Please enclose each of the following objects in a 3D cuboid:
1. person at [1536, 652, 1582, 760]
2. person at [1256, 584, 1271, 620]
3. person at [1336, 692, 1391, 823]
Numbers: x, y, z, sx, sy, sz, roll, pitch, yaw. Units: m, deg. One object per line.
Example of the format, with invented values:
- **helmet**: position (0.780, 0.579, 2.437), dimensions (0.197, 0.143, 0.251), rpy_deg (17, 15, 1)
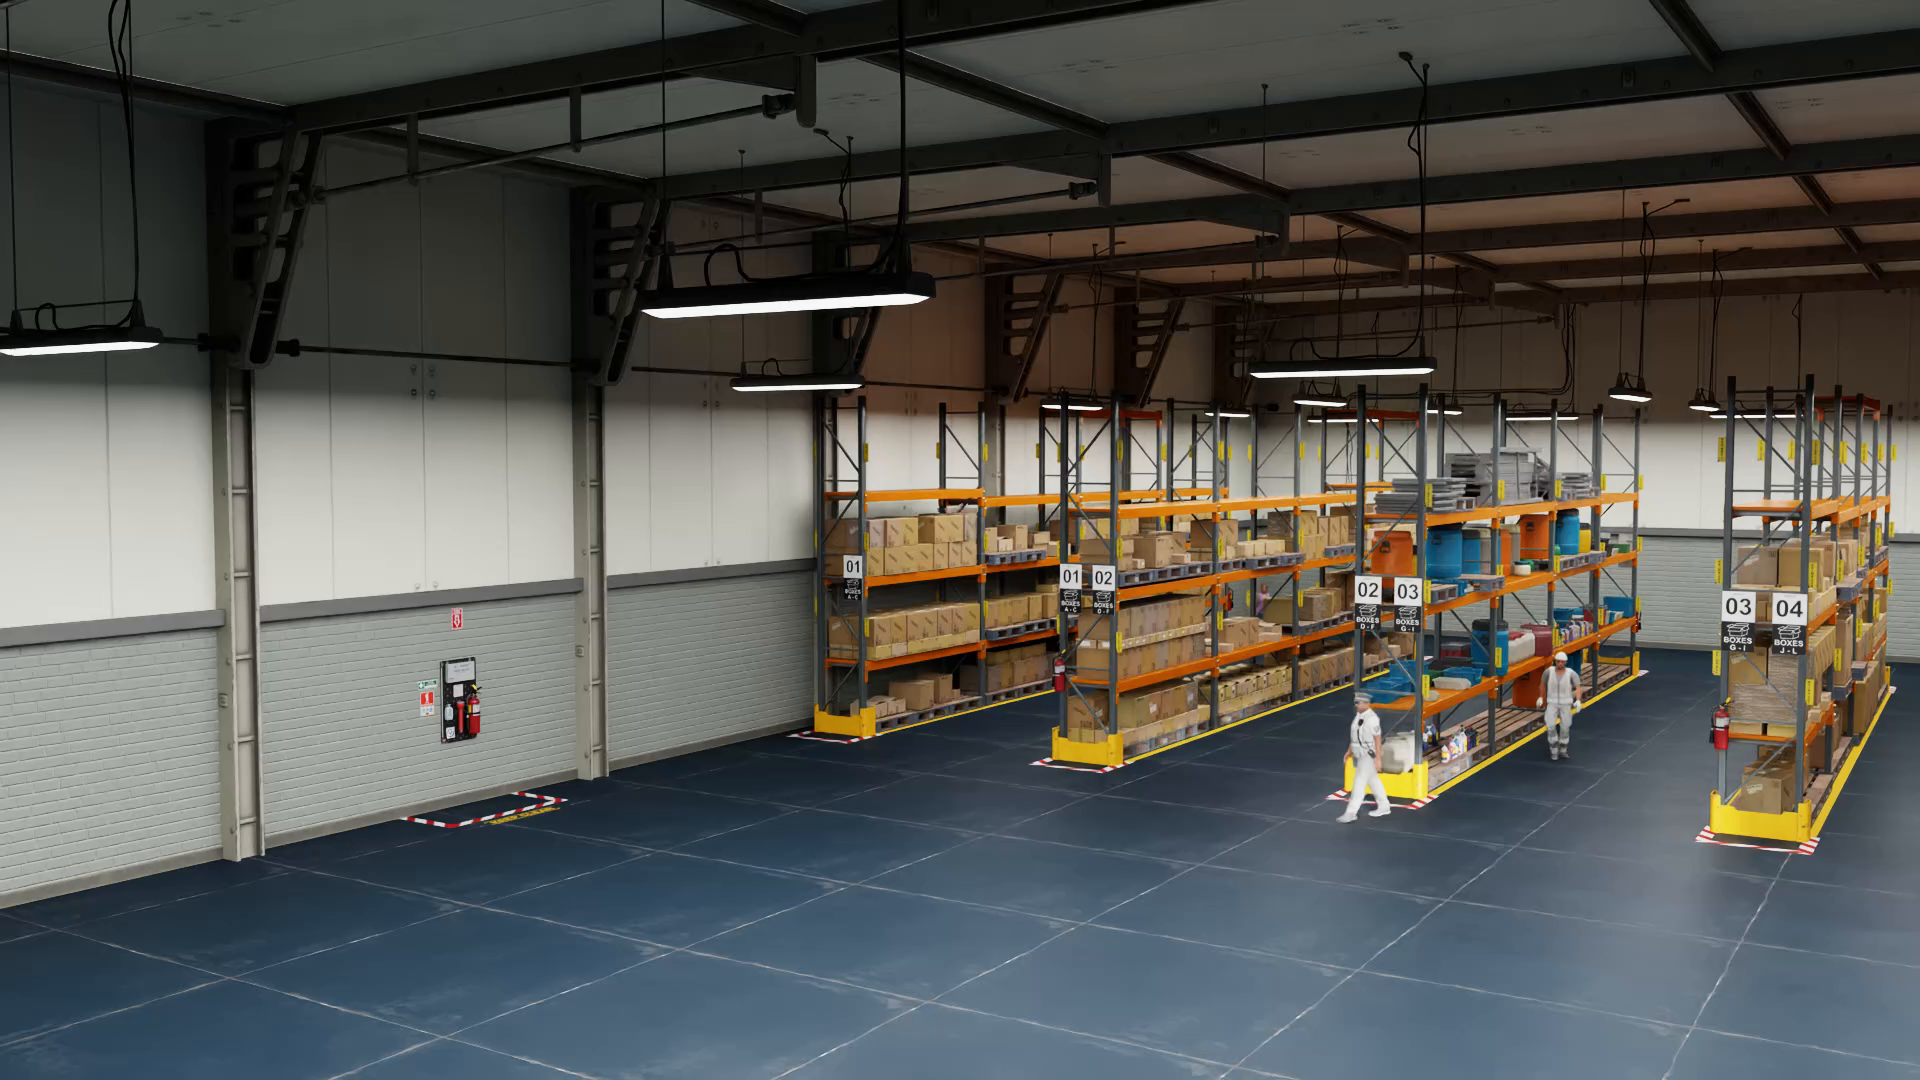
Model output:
- **person**: position (9.786, 2.734, 27.183), dimensions (0.720, 1.840, 0.562), rpy_deg (1, 3, 24)
- **person**: position (7.875, 1.949, 43.106), dimensions (0.448, 1.619, 0.483), rpy_deg (-1, 3, -19)
- **person**: position (5.479, 2.928, 22.651), dimensions (0.907, 1.721, 0.573), rpy_deg (0, 3, -9)
